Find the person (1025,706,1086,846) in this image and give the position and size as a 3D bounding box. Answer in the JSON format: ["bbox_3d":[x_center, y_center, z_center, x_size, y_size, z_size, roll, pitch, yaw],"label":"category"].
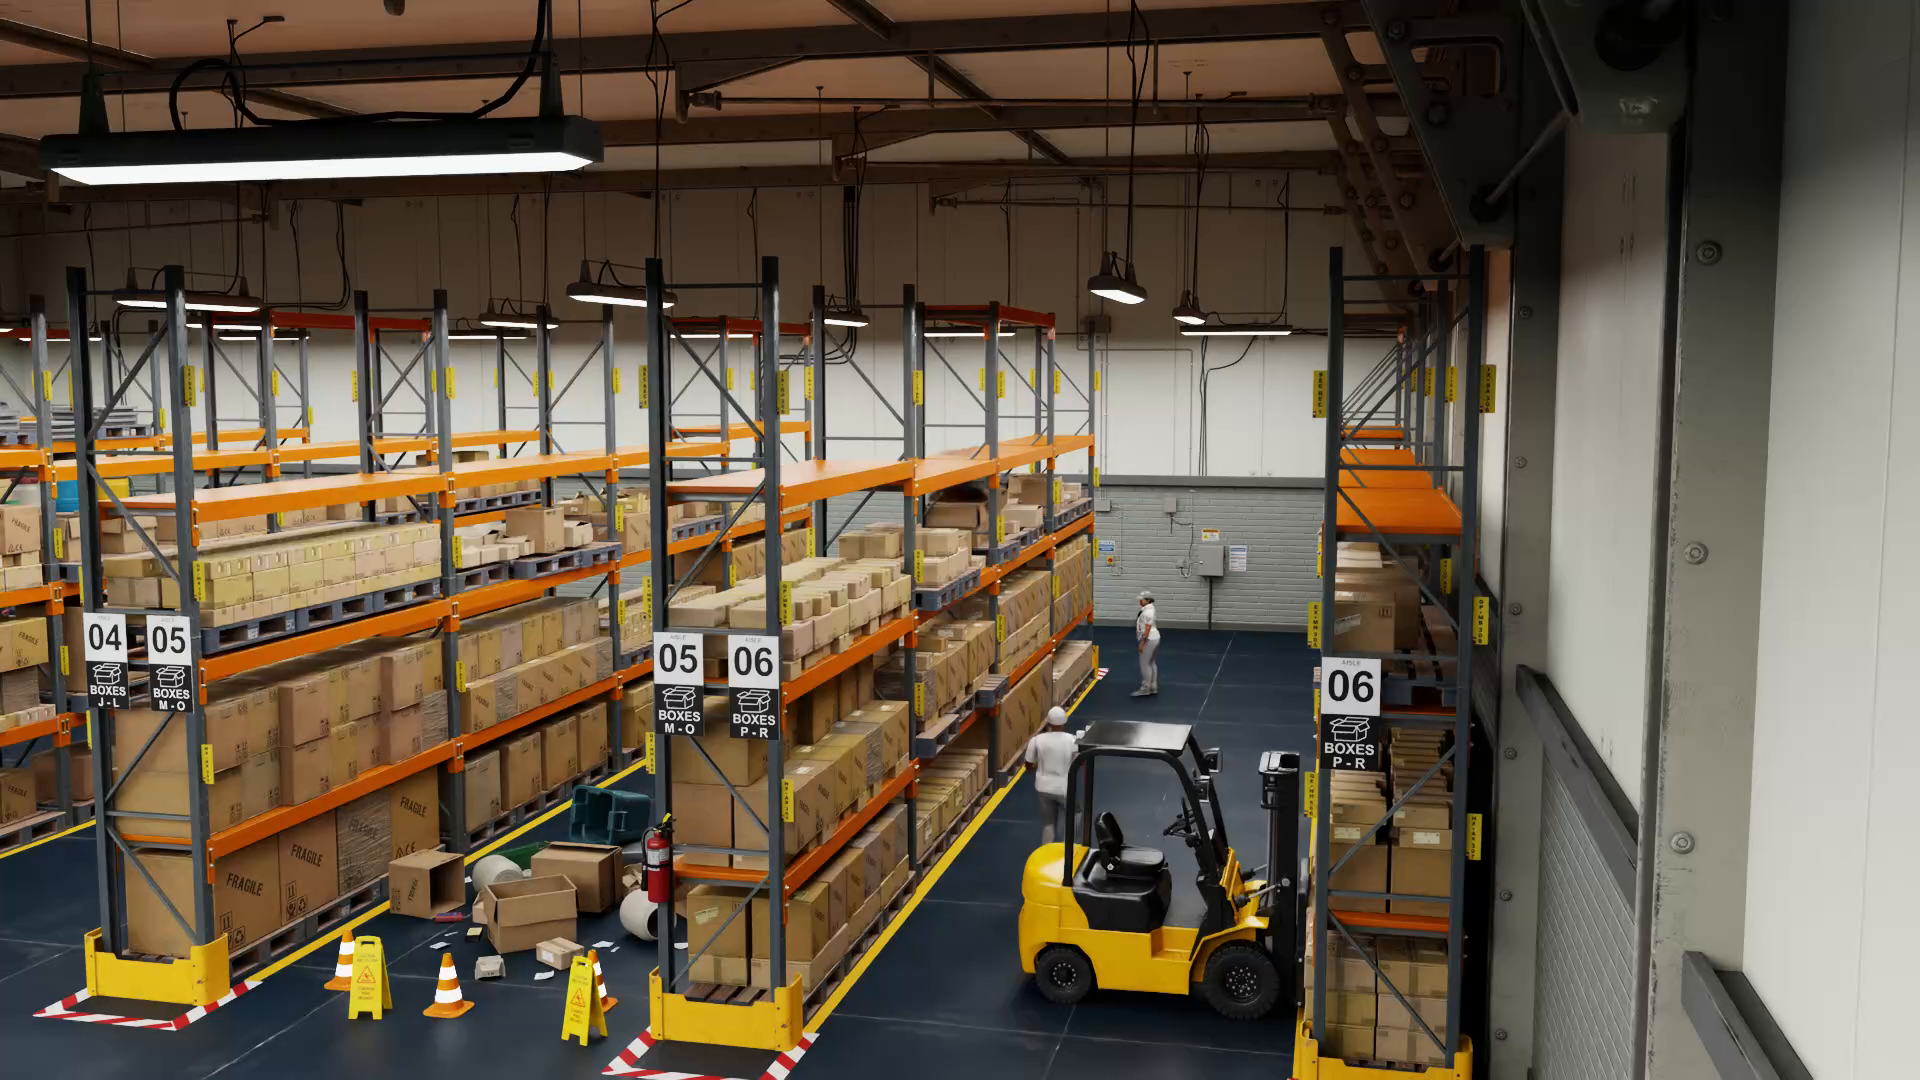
[{"bbox_3d":[1.049,2.571,17.232,0.741,1.729,0.640,2,6,20],"label":"person"}]

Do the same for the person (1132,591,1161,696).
[{"bbox_3d":[2.995,1.641,26.633,0.430,1.669,0.497,1,6,13],"label":"person"}]
